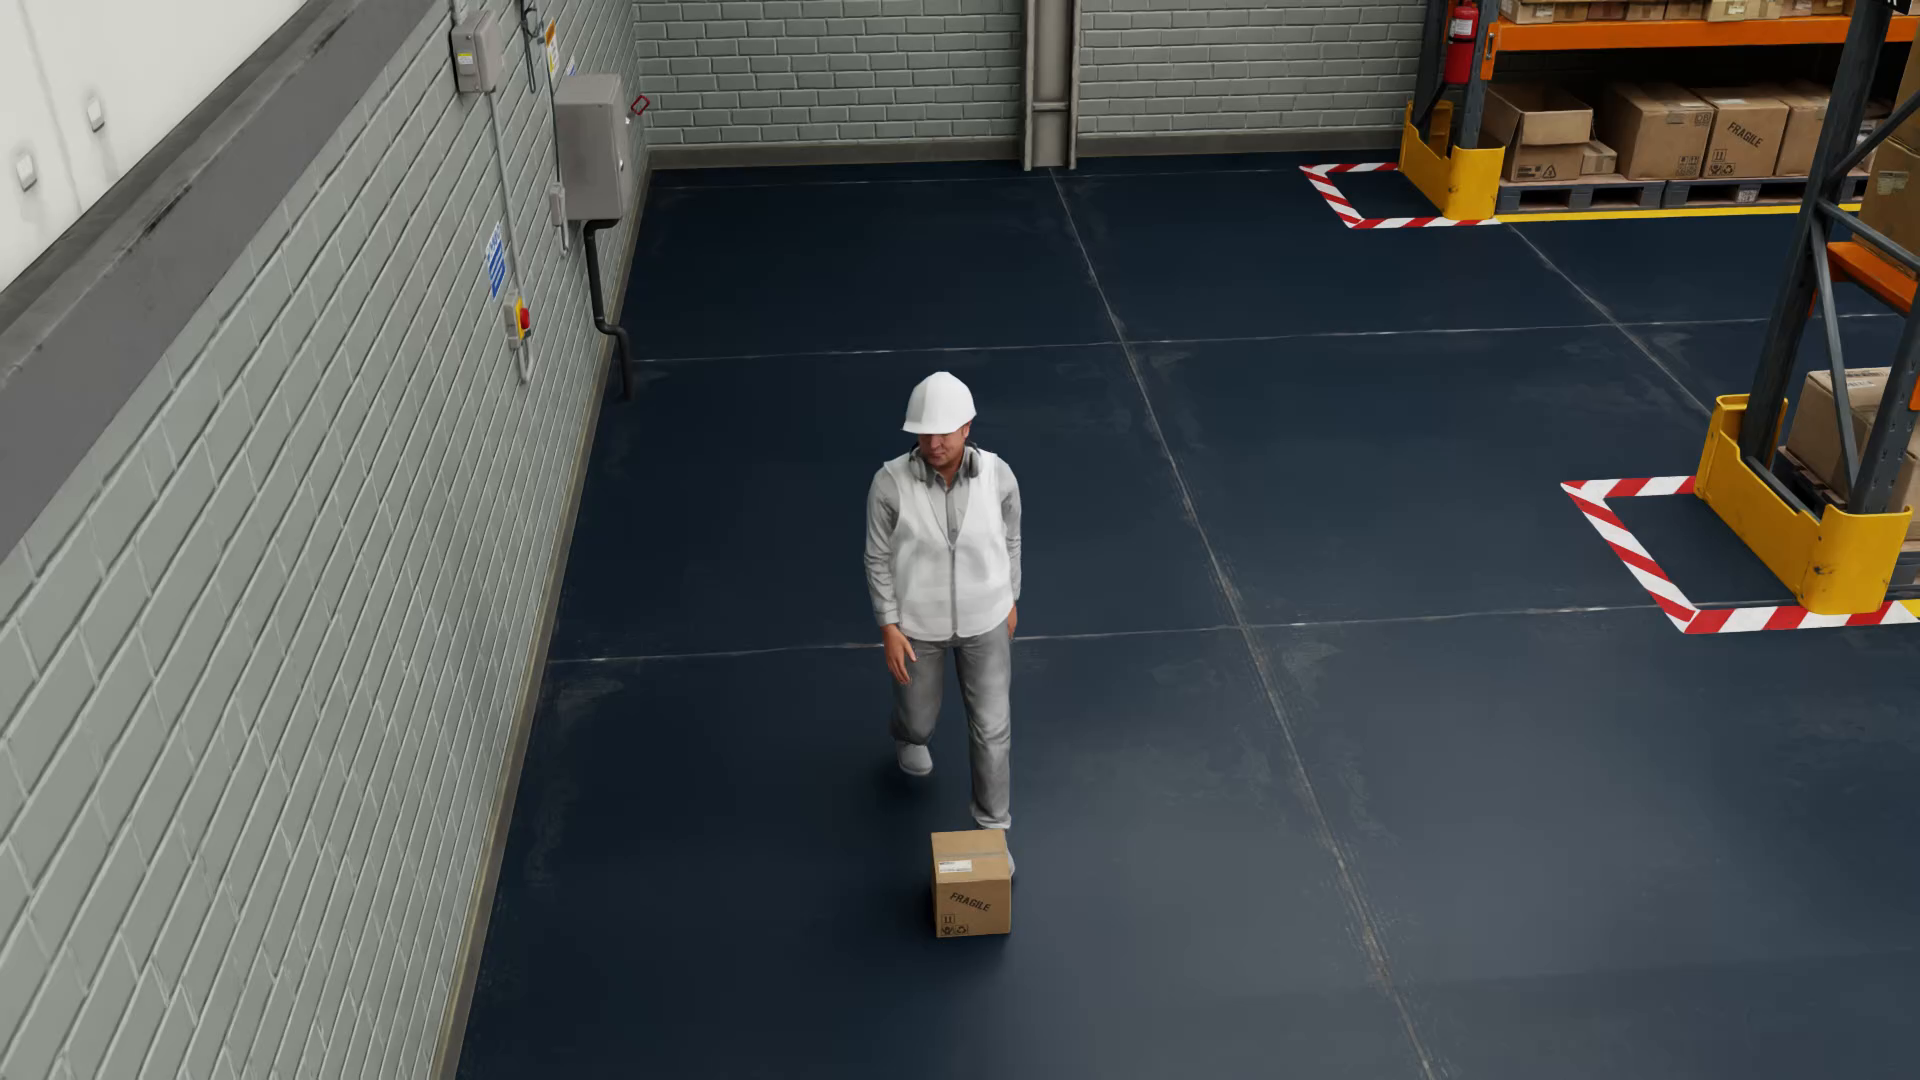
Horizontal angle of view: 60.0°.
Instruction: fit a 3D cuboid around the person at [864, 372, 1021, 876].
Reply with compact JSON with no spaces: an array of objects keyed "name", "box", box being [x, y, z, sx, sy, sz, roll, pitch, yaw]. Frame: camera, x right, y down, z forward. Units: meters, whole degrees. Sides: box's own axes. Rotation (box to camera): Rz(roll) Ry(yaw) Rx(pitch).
[{"name":"person","box":[-0.043,0.272,5.670,0.549,1.747,0.844,-5,31,-8]}]
